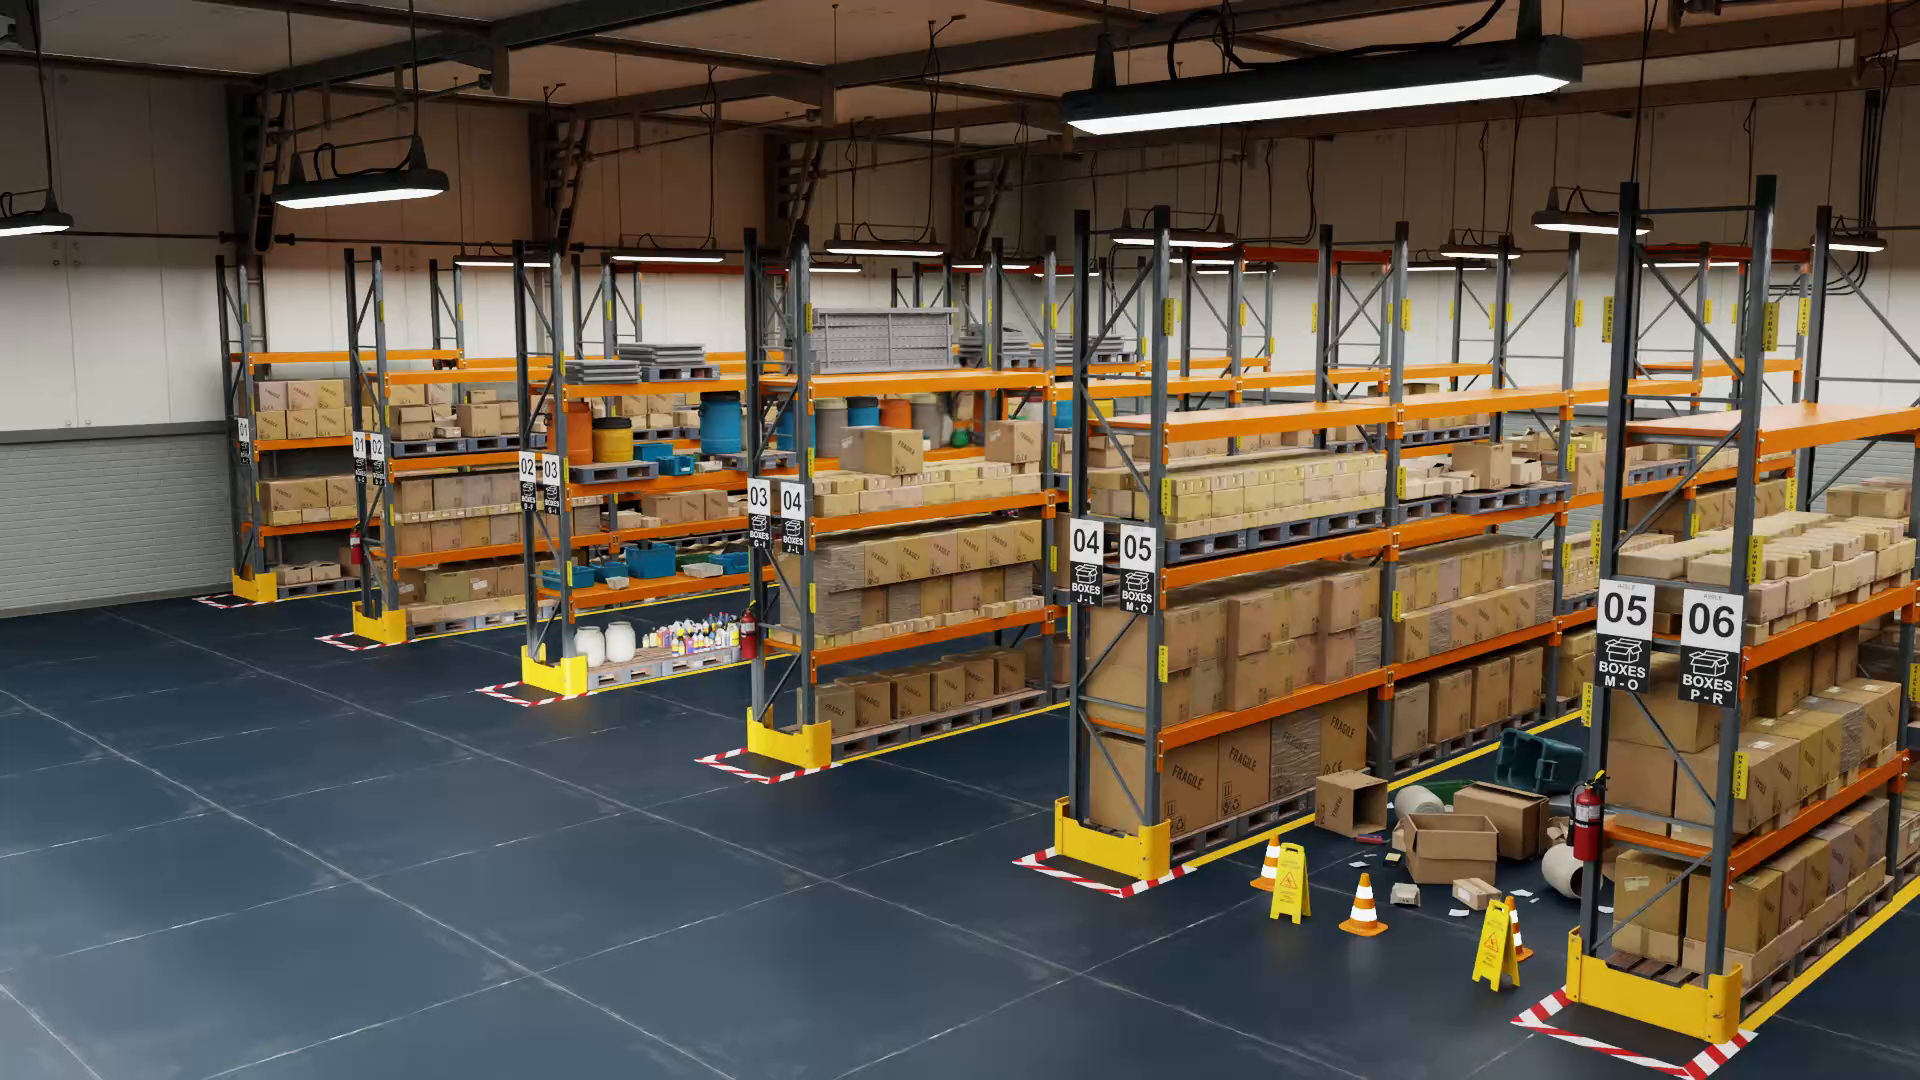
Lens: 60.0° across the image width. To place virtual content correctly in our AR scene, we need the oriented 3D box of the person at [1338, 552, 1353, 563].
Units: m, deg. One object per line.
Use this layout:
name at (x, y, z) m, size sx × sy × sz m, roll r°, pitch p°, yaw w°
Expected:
person at (5.602, 0.946, 24.258) m, size 0.667 × 1.604 × 0.509 m, roll -7°, pitch 11°, yaw -41°
